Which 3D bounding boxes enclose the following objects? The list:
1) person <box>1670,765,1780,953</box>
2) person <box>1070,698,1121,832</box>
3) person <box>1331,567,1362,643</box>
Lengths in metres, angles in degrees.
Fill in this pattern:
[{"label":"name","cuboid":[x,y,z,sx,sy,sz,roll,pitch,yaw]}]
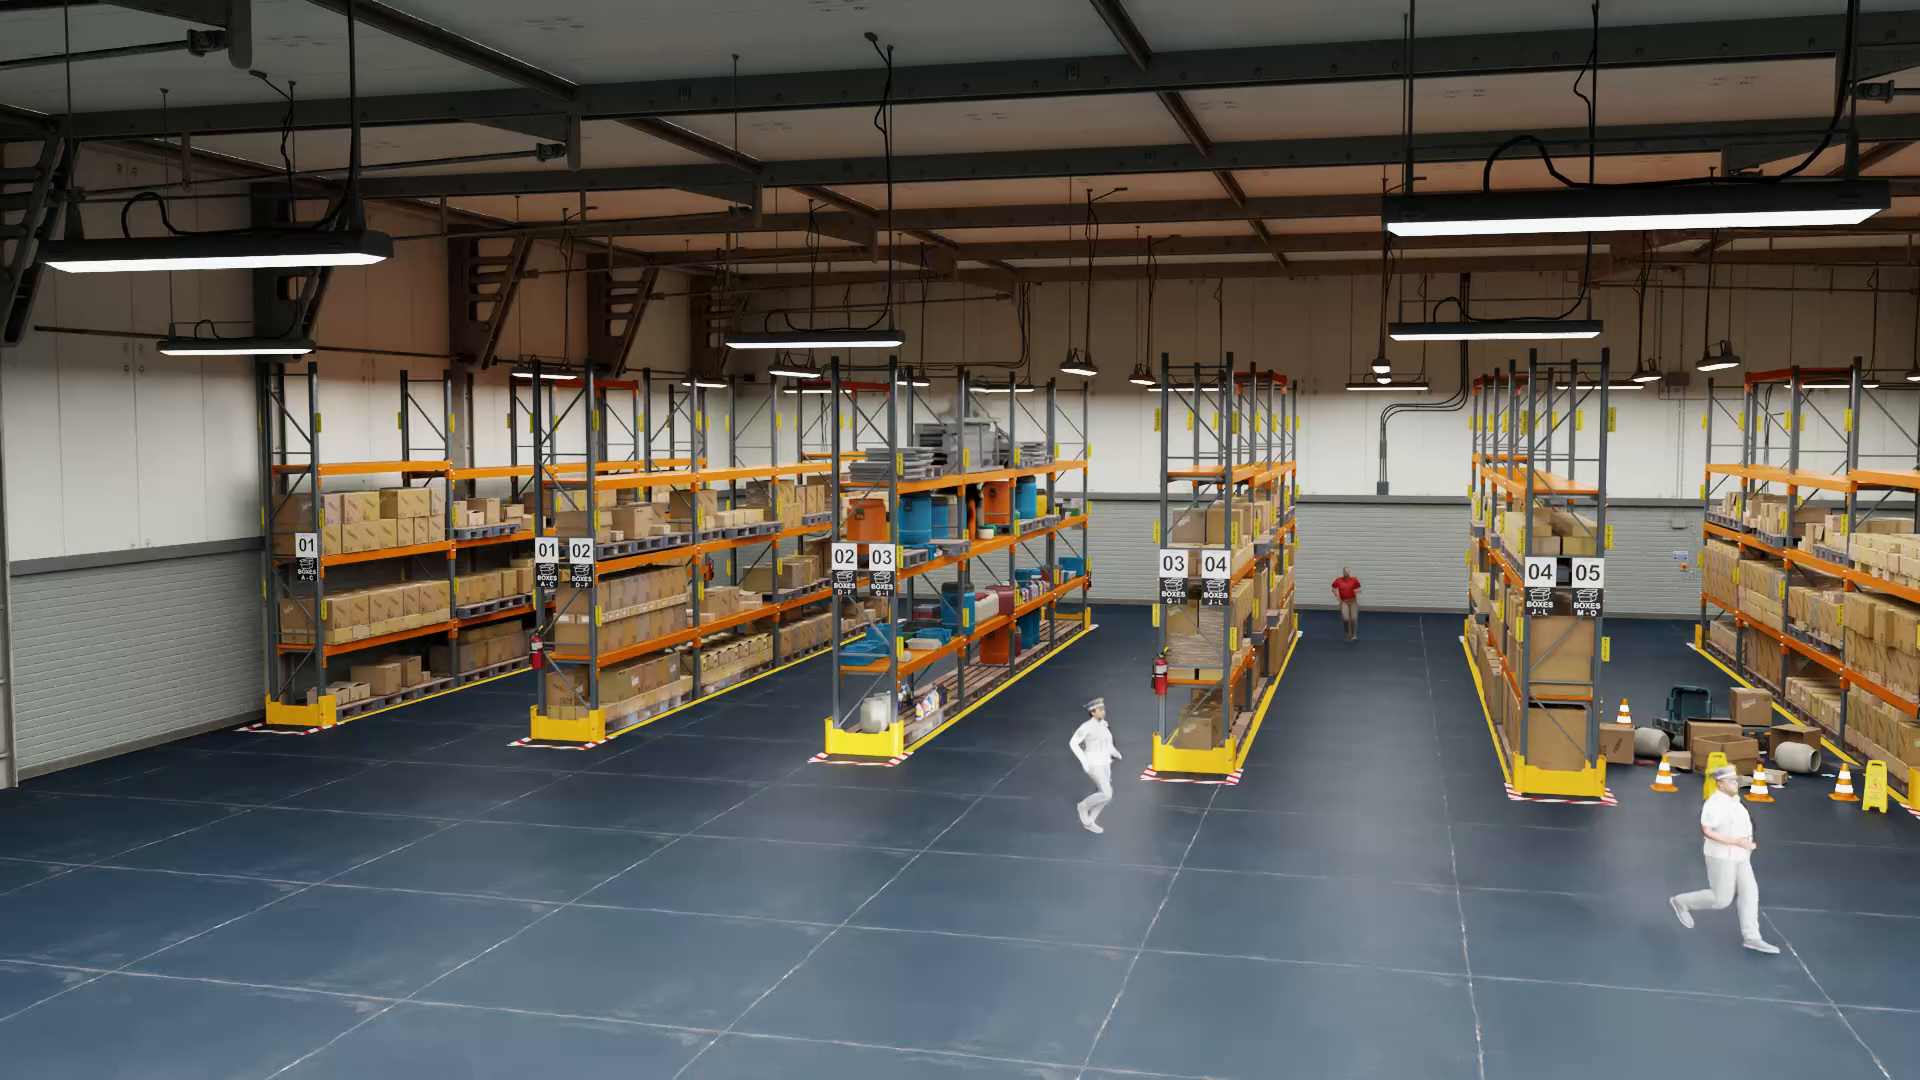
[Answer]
[{"label":"person","cuboid":[7.345,3.004,15.898,0.678,1.747,0.992,-3,5,-40]},{"label":"person","cuboid":[1.714,2.749,20.285,0.535,1.659,0.605,3,5,41]},{"label":"person","cuboid":[8.851,1.498,38.009,0.659,1.767,0.720,0,4,4]}]
